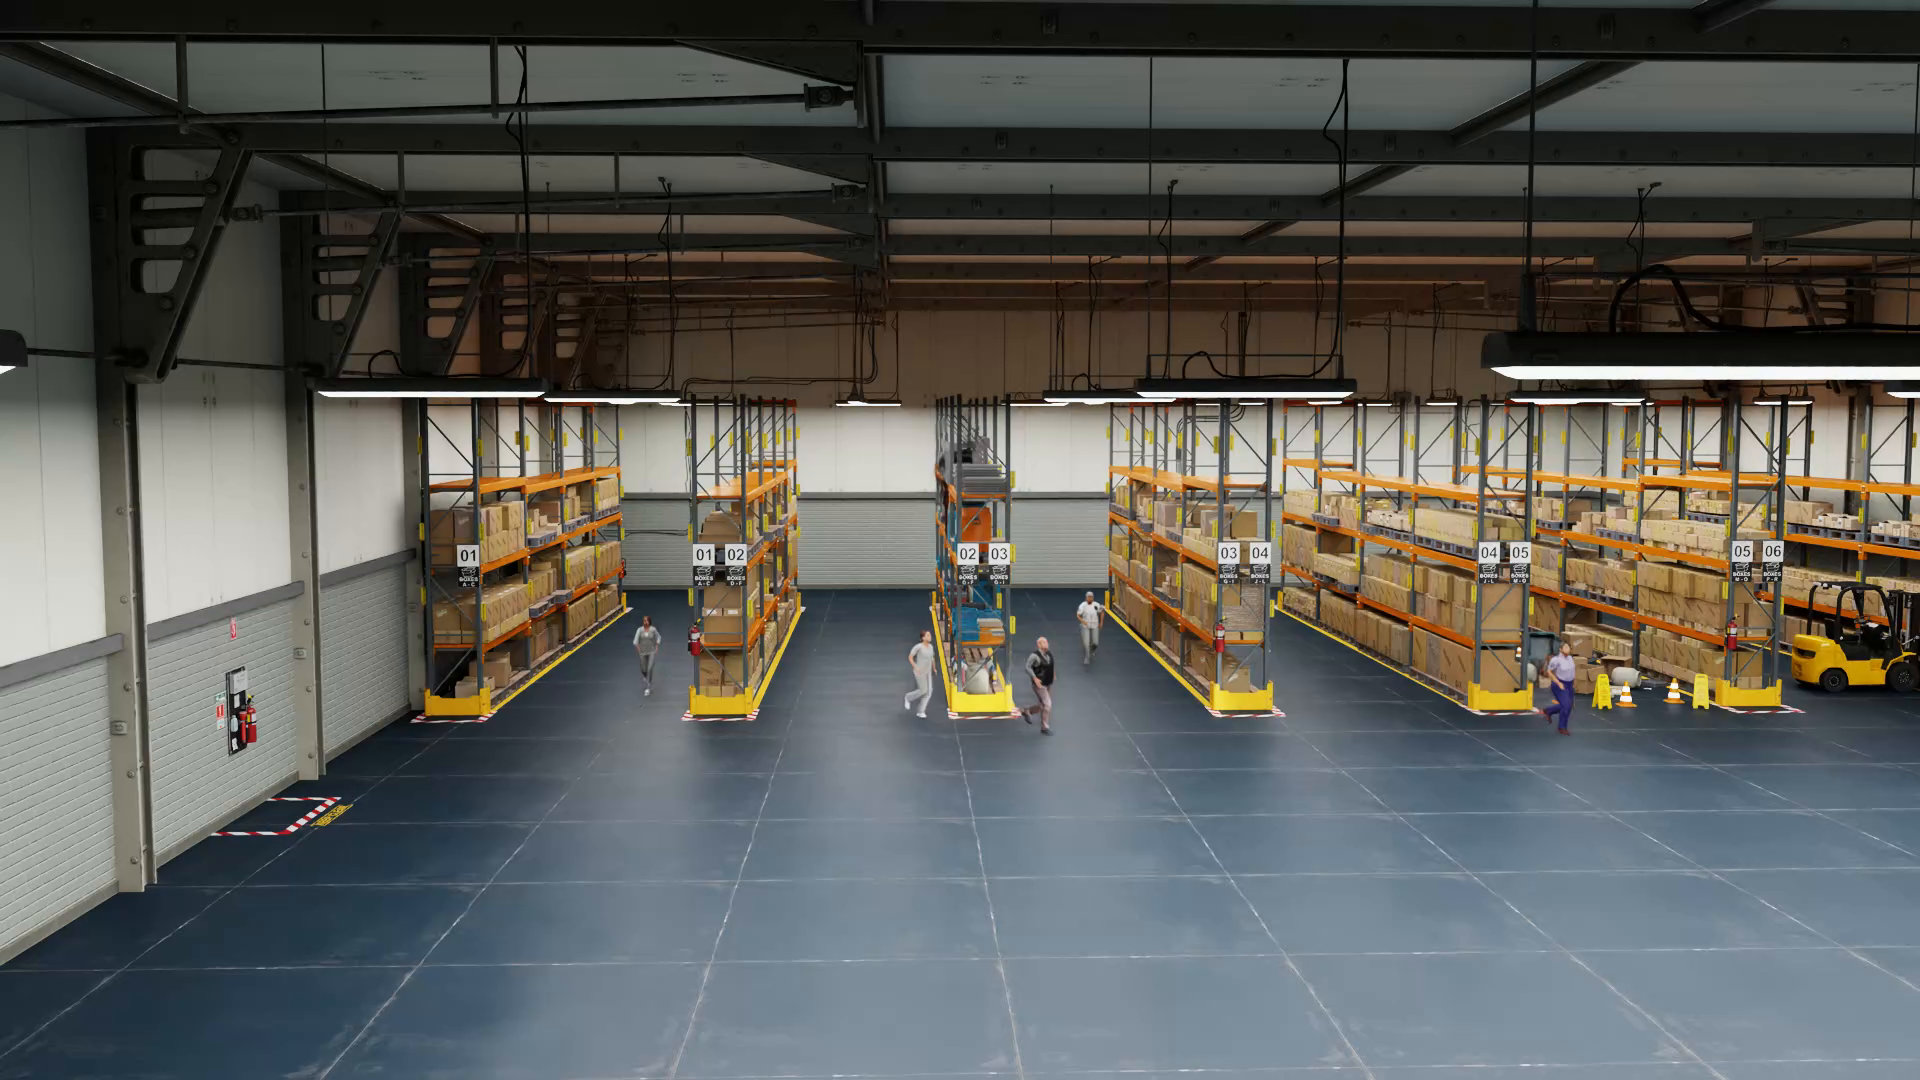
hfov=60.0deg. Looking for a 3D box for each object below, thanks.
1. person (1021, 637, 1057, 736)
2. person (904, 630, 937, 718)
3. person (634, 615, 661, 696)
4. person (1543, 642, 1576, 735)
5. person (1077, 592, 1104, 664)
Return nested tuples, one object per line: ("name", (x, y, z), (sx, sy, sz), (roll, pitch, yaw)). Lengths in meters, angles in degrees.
("person", (1.384, 2.600, 29.414), (0.770, 1.666, 0.662), (4, 6, 41))
("person", (-0.670, 2.475, 31.072), (0.603, 1.598, 0.639), (-4, 6, -42))
("person", (-6.306, 2.306, 33.548), (0.547, 1.584, 0.759), (-1, 5, -7))
("person", (10.618, 2.608, 29.485), (0.613, 1.649, 0.651), (-3, 5, -32))
("person", (2.942, 1.971, 37.390), (0.639, 1.626, 0.560), (0, 5, -5))
